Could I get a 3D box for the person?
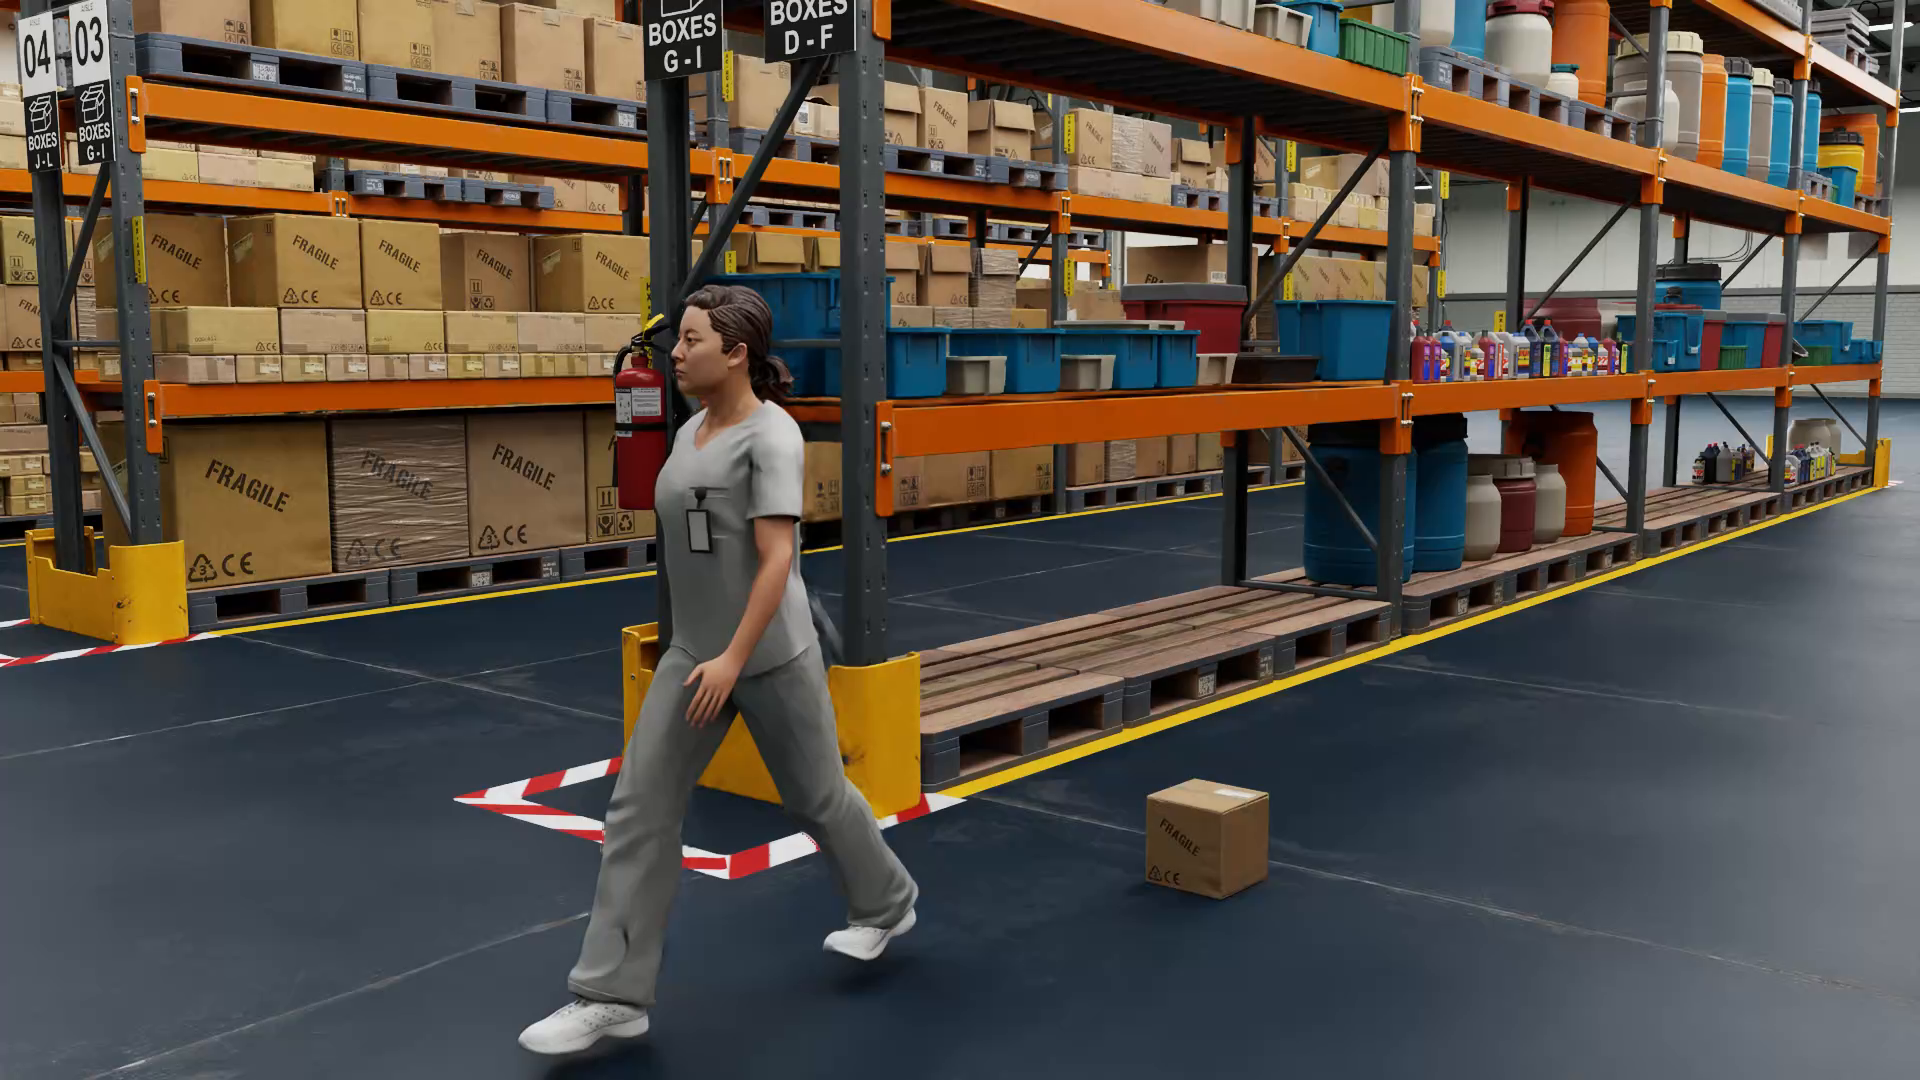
[{"bbox_3d":[-0.502,0.250,3.677,0.467,1.612,1.058,6,9,42],"label":"person"}]
